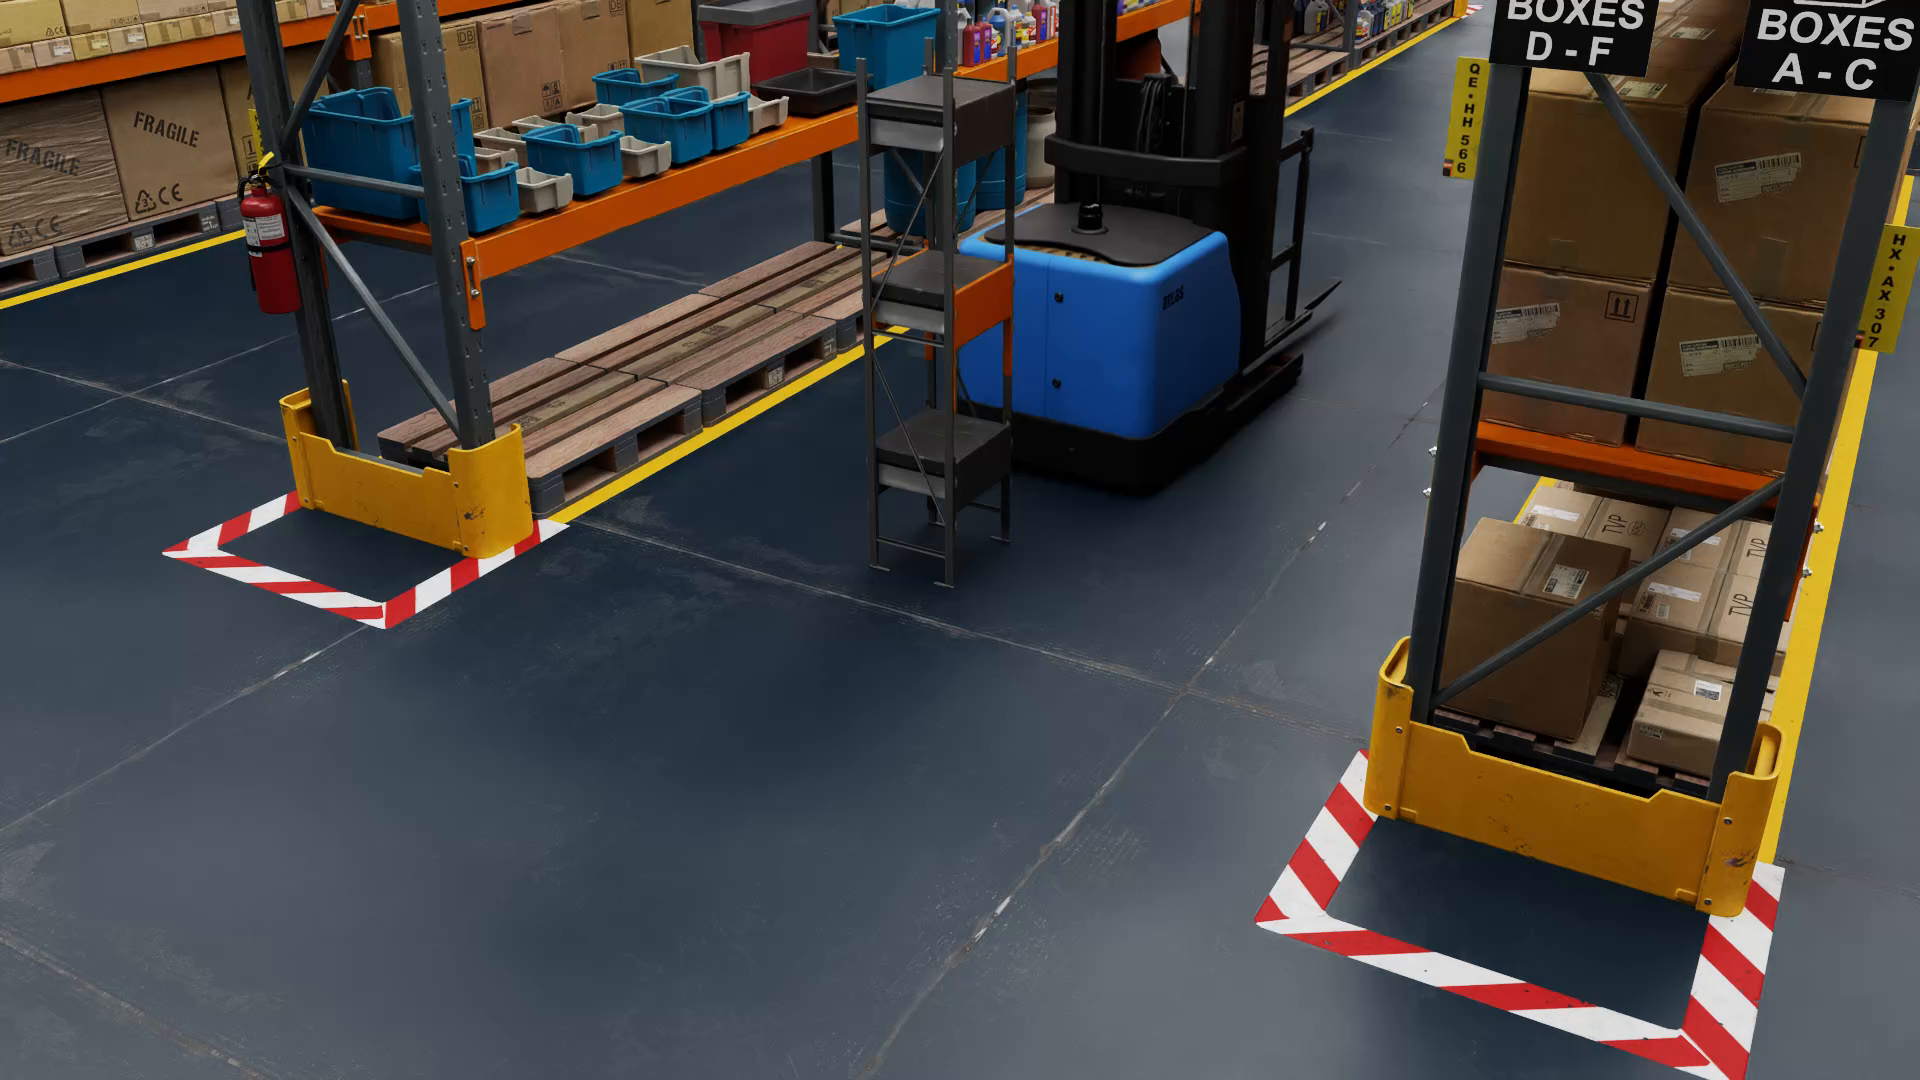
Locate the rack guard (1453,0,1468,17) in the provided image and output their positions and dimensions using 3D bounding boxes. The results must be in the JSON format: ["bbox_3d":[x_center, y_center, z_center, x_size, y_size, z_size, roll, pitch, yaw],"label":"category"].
[{"bbox_3d":[5.430,-6.534,19.744,1.175,0.500,0.348,14,30,26],"label":"rack guard"}]

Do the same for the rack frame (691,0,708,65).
[{"bbox_3d":[-2.821,-5.665,15.215,1.000,3.000,0.127,14,30,26],"label":"rack frame"}]

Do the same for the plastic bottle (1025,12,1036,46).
[{"bbox_3d":[0.440,-3.280,10.674,0.097,0.201,0.097,0,27,0],"label":"plastic bottle"}]

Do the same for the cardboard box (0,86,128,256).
[{"bbox_3d":[-6.064,-2.406,10.610,0.875,0.875,0.875,14,30,26],"label":"cardboard box"}]

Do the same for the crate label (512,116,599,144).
[{"bbox_3d":[-1.930,-1.946,8.015,0.396,0.136,0.243,14,30,26],"label":"crate label"}]

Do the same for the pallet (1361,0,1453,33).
[{"bbox_3d":[5.026,-6.089,19.179,1.003,0.211,1.213,14,30,26],"label":"pallet"}]

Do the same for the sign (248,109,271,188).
[{"bbox_3d":[-2.931,-1.644,7.001,0.100,0.325,0.005,14,30,26],"label":"sign"}]

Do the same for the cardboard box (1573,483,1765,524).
[{"bbox_3d":[2.914,-0.270,6.736,0.797,0.503,0.637,14,30,26],"label":"cardboard box"}]

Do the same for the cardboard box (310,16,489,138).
[{"bbox_3d":[-4.491,-3.597,12.990,1.225,0.875,0.875,14,30,26],"label":"cardboard box"}]

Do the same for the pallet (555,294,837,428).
[{"bbox_3d":[-1.404,-0.996,9.003,1.003,0.211,1.213,14,30,26],"label":"pallet"}]

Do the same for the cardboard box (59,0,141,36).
[{"bbox_3d":[-5.533,-3.344,10.414,0.500,0.250,0.500,14,30,25],"label":"cardboard box"}]

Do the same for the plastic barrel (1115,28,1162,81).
[{"bbox_3d":[1.265,-3.597,13.040,0.600,0.830,0.708,14,30,26],"label":"plastic barrel"}]

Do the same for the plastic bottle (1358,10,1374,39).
[{"bbox_3d":[4.133,-5.271,16.981,0.152,0.276,0.135,15,30,28],"label":"plastic bottle"}]

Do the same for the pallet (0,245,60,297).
[{"bbox_3d":[-6.431,-1.629,10.268,1.003,0.211,1.213,14,30,26],"label":"pallet"}]

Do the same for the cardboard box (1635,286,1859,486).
[{"bbox_3d":[2.314,-0.524,4.833,0.500,0.500,0.500,15,30,27],"label":"cardboard box"}]

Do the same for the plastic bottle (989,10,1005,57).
[{"bbox_3d":[0.230,-3.145,10.326,0.097,0.271,0.097,0,27,0],"label":"plastic bottle"}]

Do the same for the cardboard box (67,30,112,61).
[{"bbox_3d":[-5.539,-3.100,10.372,0.380,0.149,0.250,13,30,25],"label":"cardboard box"}]

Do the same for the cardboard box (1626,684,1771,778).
[{"bbox_3d":[2.372,0.627,5.341,0.380,0.149,0.250,14,30,26],"label":"cardboard box"}]

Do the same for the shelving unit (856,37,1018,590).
[{"bbox_3d":[-0.081,-0.874,6.651,0.431,2.100,0.503,14,30,26],"label":"shelving unit"}]

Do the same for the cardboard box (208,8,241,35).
[{"bbox_3d":[-5.033,-3.502,11.175,0.380,0.149,0.250,15,30,27],"label":"cardboard box"}]

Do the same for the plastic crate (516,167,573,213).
[{"bbox_3d":[-1.806,-1.496,7.114,0.250,0.136,0.298,14,30,26],"label":"plastic crate"}]

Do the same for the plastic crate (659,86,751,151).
[{"bbox_3d":[-1.241,-2.062,8.138,0.416,0.233,0.300,14,30,26],"label":"plastic crate"}]

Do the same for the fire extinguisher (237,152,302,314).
[{"bbox_3d":[-2.914,-1.296,6.991,0.296,0.674,0.183,14,30,26],"label":"fire extinguisher"}]

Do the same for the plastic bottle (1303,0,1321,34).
[{"bbox_3d":[3.650,-5.428,17.210,0.144,0.351,0.185,14,30,26],"label":"plastic bottle"}]

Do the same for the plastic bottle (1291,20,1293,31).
[{"bbox_3d":[3.366,-5.288,17.098,0.097,0.201,0.097,0,27,0],"label":"plastic bottle"}]

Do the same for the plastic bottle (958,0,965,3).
[{"bbox_3d":[-0.018,-3.501,11.037,0.097,0.271,0.097,0,27,0],"label":"plastic bottle"}]

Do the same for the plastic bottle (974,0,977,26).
[{"bbox_3d":[0.044,-3.666,11.361,0.152,0.276,0.135,14,30,26],"label":"plastic bottle"}]

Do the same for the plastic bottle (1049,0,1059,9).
[{"bbox_3d":[0.652,-3.507,11.044,0.152,0.276,0.135,14,30,26],"label":"plastic bottle"}]

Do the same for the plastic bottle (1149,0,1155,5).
[{"bbox_3d":[1.382,-4.058,12.149,0.097,0.271,0.097,0,27,0],"label":"plastic bottle"}]

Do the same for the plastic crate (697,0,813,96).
[{"bbox_3d":[-1.134,-2.778,9.310,0.402,0.464,0.583,14,30,26],"label":"plastic crate"}]

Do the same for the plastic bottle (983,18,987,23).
[{"bbox_3d":[0.145,-3.186,10.485,0.097,0.201,0.097,0,27,0],"label":"plastic bottle"}]

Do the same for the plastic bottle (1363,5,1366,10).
[{"bbox_3d":[4.184,-5.416,17.275,0.097,0.271,0.097,0,27,0],"label":"plastic bottle"}]

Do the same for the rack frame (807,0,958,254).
[{"bbox_3d":[-0.477,-3.015,9.922,1.000,3.000,0.127,14,30,26],"label":"rack frame"}]

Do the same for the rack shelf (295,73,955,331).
[{"bbox_3d":[-1.460,-1.914,8.526,1.077,0.370,4.000,14,30,26],"label":"rack shelf"}]

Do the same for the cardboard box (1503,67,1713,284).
[{"bbox_3d":[1.846,-1.090,4.847,0.500,0.500,0.500,14,30,26],"label":"cardboard box"}]

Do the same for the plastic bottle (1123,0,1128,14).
[{"bbox_3d":[1.142,-3.837,11.786,0.097,0.201,0.097,0,27,0],"label":"plastic bottle"}]

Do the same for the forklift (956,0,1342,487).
[{"bbox_3d":[1.181,-2.166,8.303,1.130,2.935,3.031,15,30,28],"label":"forklift"}]

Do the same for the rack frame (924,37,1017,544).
[{"bbox_3d":[0.039,-0.970,6.841,0.400,2.100,0.015,14,30,26],"label":"rack frame"}]

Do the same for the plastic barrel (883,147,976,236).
[{"bbox_3d":[-0.194,-2.473,10.714,0.600,0.901,0.708,14,30,26],"label":"plastic barrel"}]

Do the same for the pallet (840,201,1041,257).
[{"bbox_3d":[-0.061,-2.060,11.129,1.003,0.211,1.213,14,30,26],"label":"pallet"}]

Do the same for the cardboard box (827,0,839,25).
[{"bbox_3d":[-1.700,-5.668,17.523,0.700,0.500,0.500,12,29,22],"label":"cardboard box"}]

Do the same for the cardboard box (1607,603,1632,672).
[{"bbox_3d":[2.197,0.302,5.969,0.380,0.166,0.250,14,30,26],"label":"cardboard box"}]

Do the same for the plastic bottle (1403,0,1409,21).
[{"bbox_3d":[4.757,-5.766,17.969,0.152,0.276,0.135,14,30,26],"label":"plastic bottle"}]

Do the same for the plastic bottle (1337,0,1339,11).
[{"bbox_3d":[4.136,-5.952,18.331,0.061,0.283,0.133,15,30,27],"label":"plastic bottle"}]

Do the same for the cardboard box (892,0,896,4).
[{"bbox_3d":[-0.622,-6.441,19.089,0.500,0.500,0.500,13,29,25],"label":"cardboard box"}]

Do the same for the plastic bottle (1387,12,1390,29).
[{"bbox_3d":[4.470,-5.480,17.481,0.097,0.201,0.097,0,27,0],"label":"plastic bottle"}]

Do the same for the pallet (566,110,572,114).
[{"bbox_3d":[-3.274,-4.127,15.259,1.003,0.211,1.213,14,30,26],"label":"pallet"}]
